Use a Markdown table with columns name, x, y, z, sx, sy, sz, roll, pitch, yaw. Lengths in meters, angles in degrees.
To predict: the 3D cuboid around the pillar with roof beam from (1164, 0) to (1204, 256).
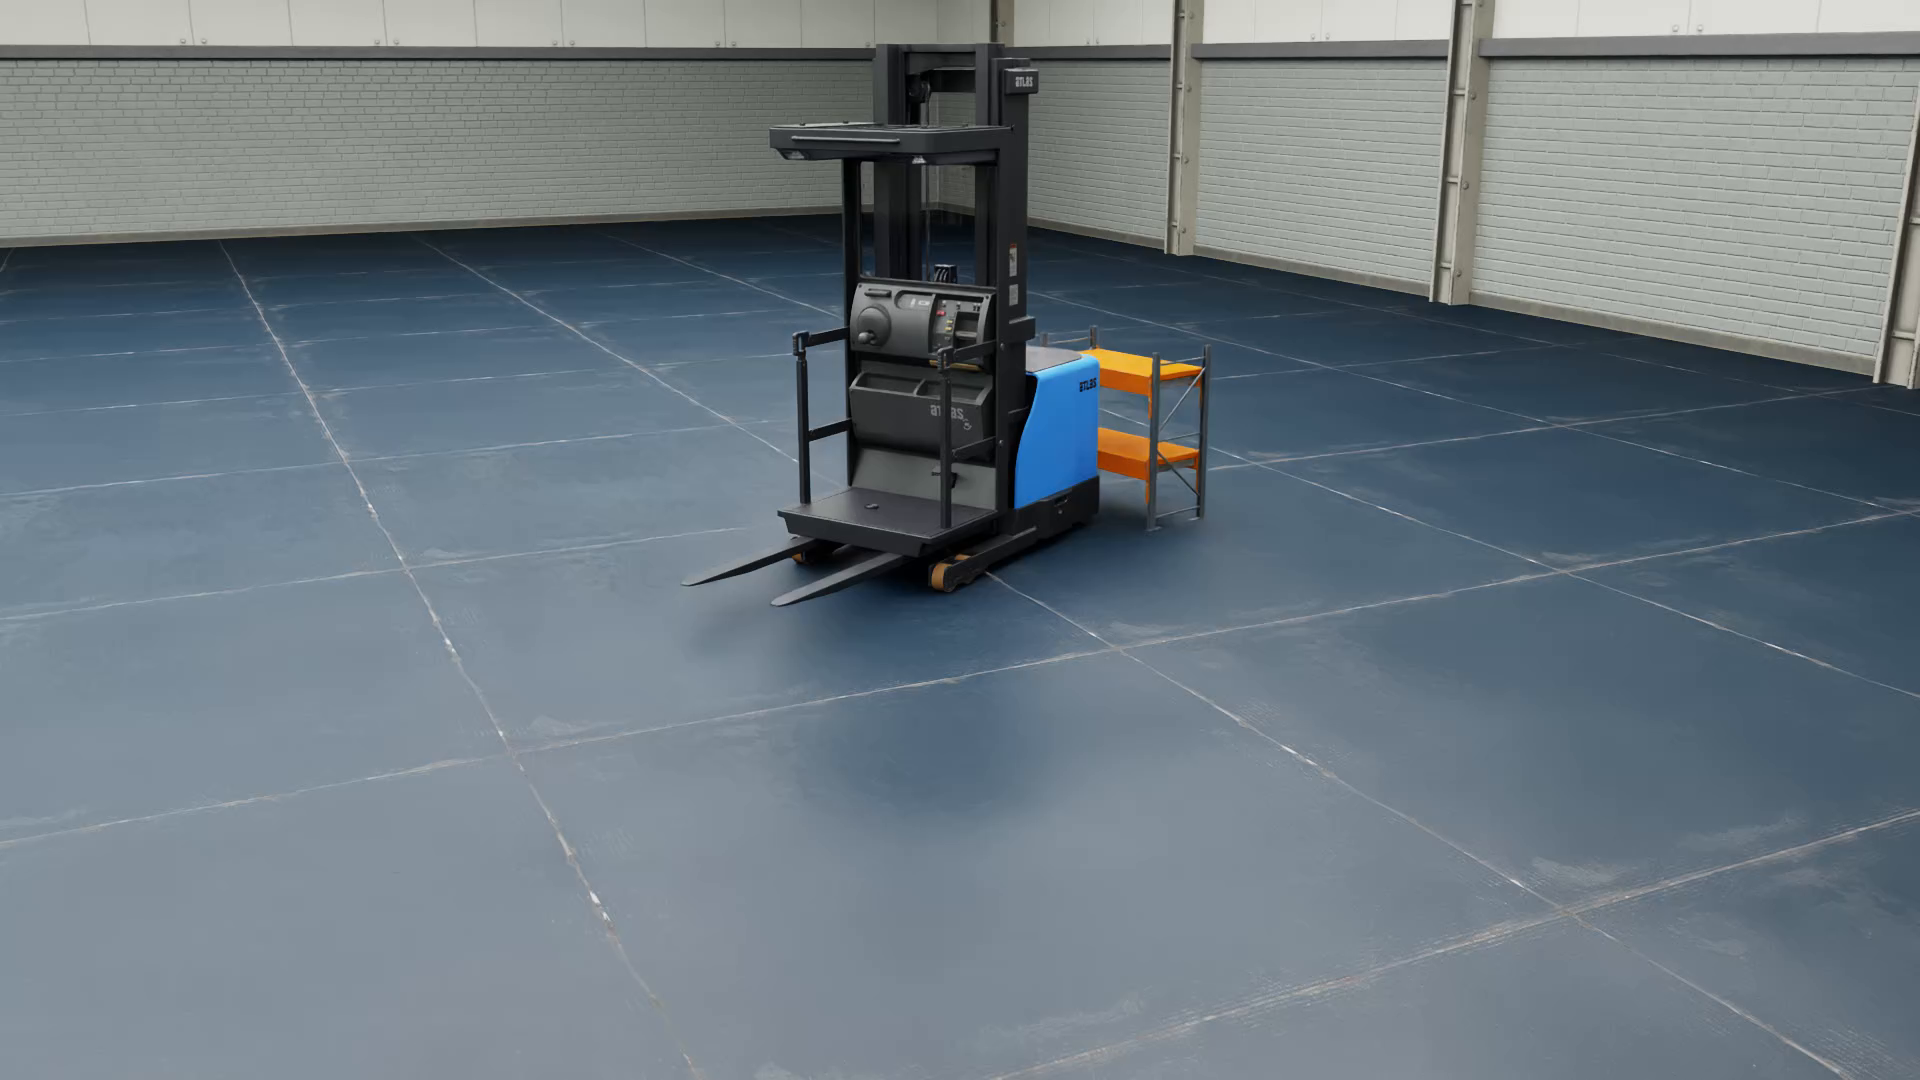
| name | x | y | z | sx | sy | sz | roll | pitch | yaw |
| --- | --- | --- | --- | --- | --- | --- | --- | --- | --- |
| pillar with roof beam | -0.493 | -8.207 | 22.536 | 9.100 | 9.000 | 0.400 | -8 | 18 | -25 |

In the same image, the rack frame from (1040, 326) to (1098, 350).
| name | x | y | z | sx | sy | sz | roll | pitch | yaw |
| --- | --- | --- | --- | --- | --- | --- | --- | --- | --- |
| rack frame | 0.725 | -0.858 | 11.200 | 0.500 | 1.125 | 0.032 | -13 | 20 | -38 |

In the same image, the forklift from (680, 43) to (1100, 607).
| name | x | y | z | sx | sy | sz | roll | pitch | yaw |
| --- | --- | --- | --- | --- | --- | --- | --- | --- | --- |
| forklift | -0.345 | -1.265 | 9.346 | 1.130 | 2.935 | 3.031 | 10 | 19 | 32 |

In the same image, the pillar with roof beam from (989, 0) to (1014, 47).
| name | x | y | z | sx | sy | sz | roll | pitch | yaw |
| --- | --- | --- | --- | --- | --- | --- | --- | --- | --- |
| pillar with roof beam | -3.121 | -9.695 | 27.720 | 9.100 | 9.000 | 0.400 | -8 | 18 | -25 |

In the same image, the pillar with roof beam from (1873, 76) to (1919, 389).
| name | x | y | z | sx | sy | sz | roll | pitch | yaw |
| --- | --- | --- | --- | --- | --- | --- | --- | --- | --- |
| pillar with roof beam | 4.764 | -5.232 | 12.167 | 9.100 | 9.000 | 0.400 | -8 | 18 | -25 |

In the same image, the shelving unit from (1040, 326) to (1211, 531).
| name | x | y | z | sx | sy | sz | roll | pitch | yaw |
| --- | --- | --- | --- | --- | --- | --- | --- | --- | --- |
| shelving unit | 1.051 | -0.750 | 10.824 | 0.538 | 1.125 | 1.048 | -13 | 20 | -38 |

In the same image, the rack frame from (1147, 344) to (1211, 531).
| name | x | y | z | sx | sy | sz | roll | pitch | yaw |
| --- | --- | --- | --- | --- | --- | --- | --- | --- | --- |
| rack frame | 1.376 | -0.642 | 10.449 | 0.500 | 1.125 | 0.032 | -13 | 20 | -38 |

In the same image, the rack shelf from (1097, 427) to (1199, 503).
| name | x | y | z | sx | sy | sz | roll | pitch | yaw |
| --- | --- | --- | --- | --- | --- | --- | --- | --- | --- |
| rack shelf | 1.051 | -0.515 | 10.892 | 0.538 | 0.278 | 1.000 | -13 | 20 | -38 |

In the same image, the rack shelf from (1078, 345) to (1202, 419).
| name | x | y | z | sx | sy | sz | roll | pitch | yaw |
| --- | --- | --- | --- | --- | --- | --- | --- | --- | --- |
| rack shelf | 1.051 | -1.031 | 10.743 | 0.538 | 0.278 | 1.000 | -13 | 20 | -38 |

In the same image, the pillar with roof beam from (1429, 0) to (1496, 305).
| name | x | y | z | sx | sy | sz | roll | pitch | yaw |
| --- | --- | --- | --- | --- | --- | --- | --- | --- | --- |
| pillar with roof beam | 2.136 | -6.719 | 17.352 | 9.100 | 9.000 | 0.400 | -8 | 18 | -25 |
